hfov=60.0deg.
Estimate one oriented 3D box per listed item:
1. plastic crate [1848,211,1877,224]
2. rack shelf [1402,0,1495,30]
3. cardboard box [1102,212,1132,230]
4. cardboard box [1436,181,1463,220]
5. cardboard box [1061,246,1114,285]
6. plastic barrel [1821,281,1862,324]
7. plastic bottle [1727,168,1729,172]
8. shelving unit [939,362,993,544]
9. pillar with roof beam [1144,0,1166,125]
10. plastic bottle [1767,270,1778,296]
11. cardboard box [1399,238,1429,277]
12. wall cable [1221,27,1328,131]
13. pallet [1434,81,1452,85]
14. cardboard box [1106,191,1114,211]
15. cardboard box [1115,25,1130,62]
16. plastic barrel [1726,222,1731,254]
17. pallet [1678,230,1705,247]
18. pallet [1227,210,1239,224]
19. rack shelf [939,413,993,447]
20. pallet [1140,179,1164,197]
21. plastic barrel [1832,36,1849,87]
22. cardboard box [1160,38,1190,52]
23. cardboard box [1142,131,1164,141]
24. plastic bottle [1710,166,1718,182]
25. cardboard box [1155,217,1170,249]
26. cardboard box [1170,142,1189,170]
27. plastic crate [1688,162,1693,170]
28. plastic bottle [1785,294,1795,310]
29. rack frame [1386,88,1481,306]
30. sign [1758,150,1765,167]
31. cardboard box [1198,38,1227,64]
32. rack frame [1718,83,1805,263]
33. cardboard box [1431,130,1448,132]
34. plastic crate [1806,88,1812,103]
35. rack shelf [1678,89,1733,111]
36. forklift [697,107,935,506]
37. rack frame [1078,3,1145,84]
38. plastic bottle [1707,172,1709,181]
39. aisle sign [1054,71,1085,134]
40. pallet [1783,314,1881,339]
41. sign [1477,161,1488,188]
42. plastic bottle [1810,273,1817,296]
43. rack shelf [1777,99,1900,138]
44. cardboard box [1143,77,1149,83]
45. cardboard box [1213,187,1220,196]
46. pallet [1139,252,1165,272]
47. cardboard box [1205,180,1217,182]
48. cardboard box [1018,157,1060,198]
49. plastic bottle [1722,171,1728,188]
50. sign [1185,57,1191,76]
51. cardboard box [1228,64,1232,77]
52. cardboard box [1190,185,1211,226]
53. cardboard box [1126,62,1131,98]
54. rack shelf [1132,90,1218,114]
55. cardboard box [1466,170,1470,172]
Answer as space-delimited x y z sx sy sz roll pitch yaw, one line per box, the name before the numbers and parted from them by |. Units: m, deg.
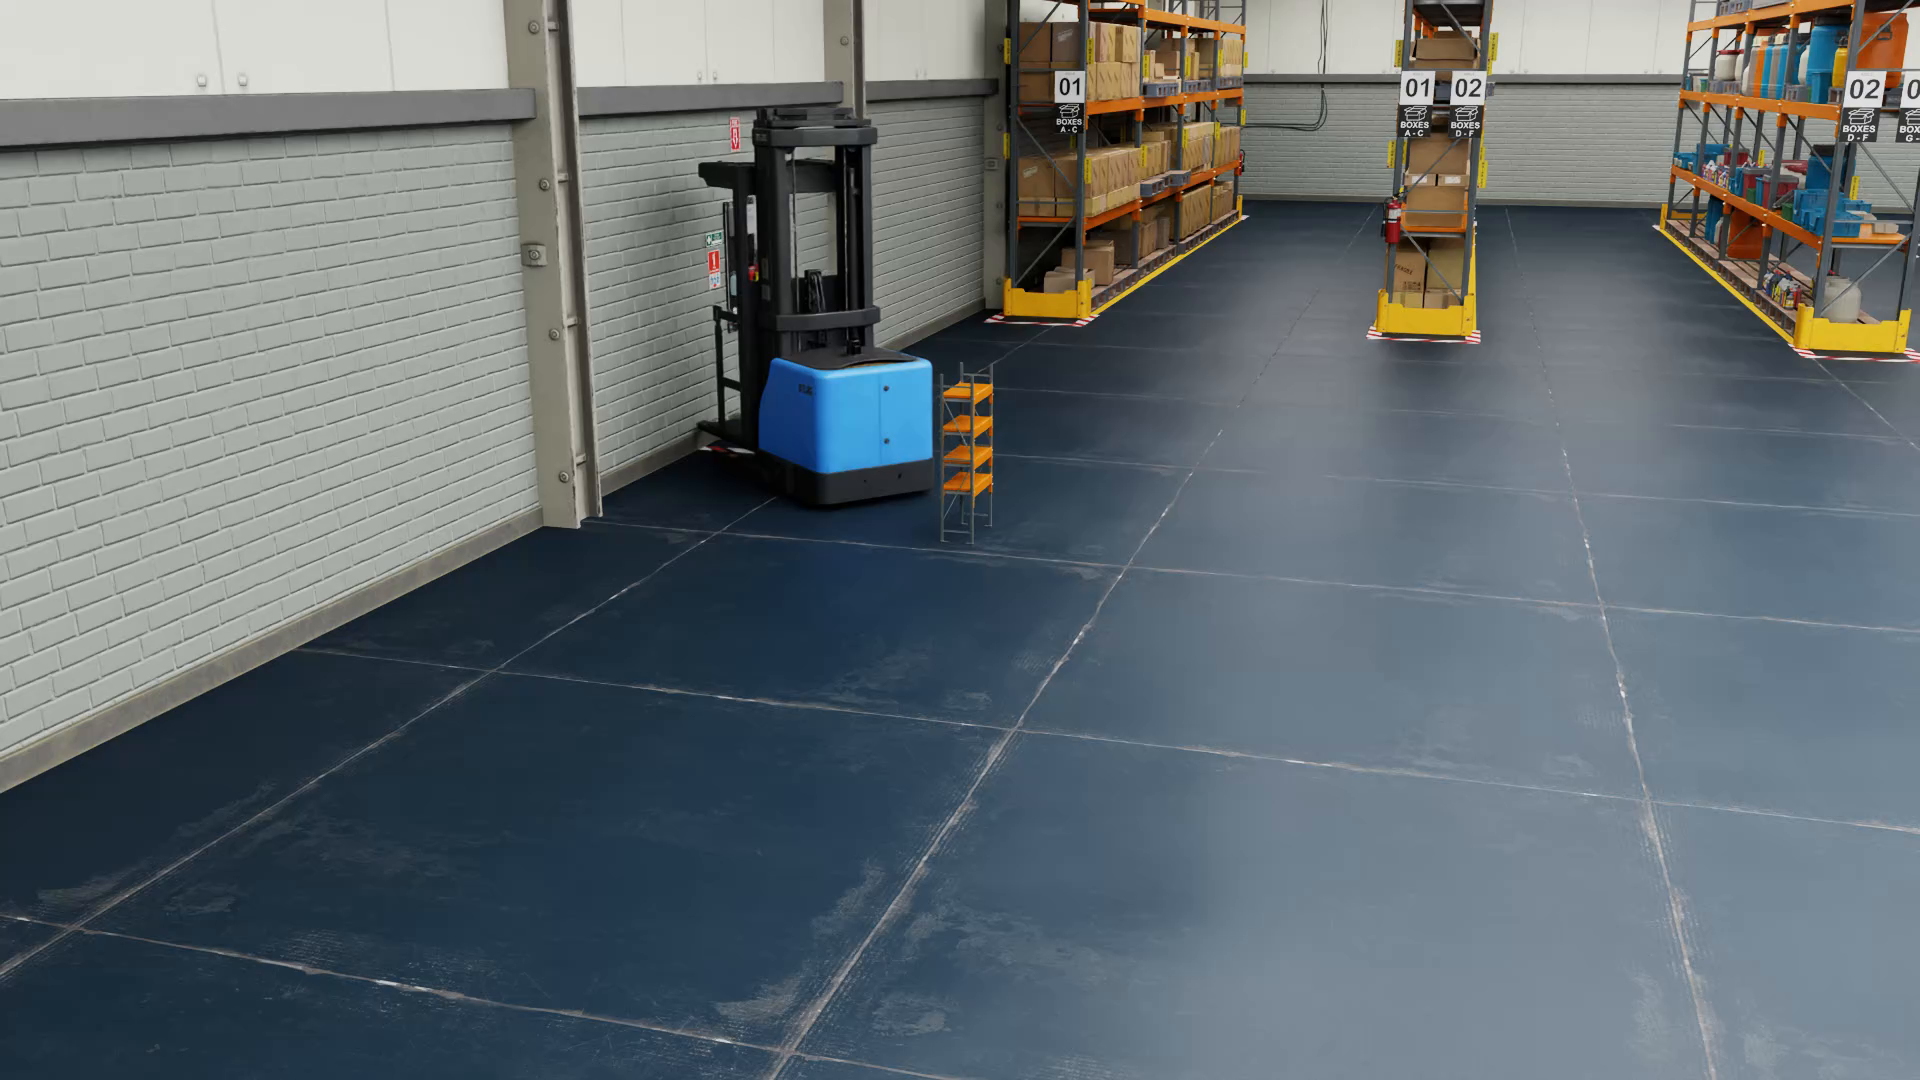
plastic crate | 11.573 -4.186 21.574 0.530 0.136 0.437 5 16 16
rack shelf | 6.475 -6.967 21.952 1.077 0.370 4.000 5 16 16
cardboard box | 2.608 -5.205 27.083 0.500 0.250 0.500 4 16 15
cardboard box | 6.197 -4.403 21.673 0.700 0.500 0.500 5 17 17
cardboard box | 1.858 -4.000 24.208 0.700 0.500 0.500 4 16 12
plastic barrel | 10.769 -2.894 20.326 0.421 0.512 0.421 0 16 0
plastic bottle | 13.150 -6.223 28.486 0.061 0.283 0.133 5 16 16
shelving unit | 0.047 -0.621 11.818 0.258 1.200 0.503 5 16 16
pillar with roof beam | 8.064 -10.421 32.079 9.100 9.000 0.400 5 16 16
plastic bottle | 11.165 -3.516 22.776 0.144 0.351 0.185 5 17 17
cardboard box | 6.188 -3.893 22.952 0.500 0.500 0.500 5 16 16
wall cable | 7.653 -11.510 41.607 3.097 2.526 0.112 5 16 16
pallet | 6.478 -6.000 22.150 1.003 0.211 1.213 5 16 16
cardboard box | 1.884 -4.789 23.456 0.500 0.250 0.500 4 16 15
cardboard box | 2.127 -7.074 23.722 0.500 0.500 0.500 4 16 14
plastic barrel | 13.126 -5.093 28.078 0.421 0.512 0.421 0 16 0
pallet | 14.237 -5.704 31.554 1.003 0.211 1.213 5 16 16
pallet | 5.551 -7.108 36.504 1.003 0.211 1.213 5 16 16
rack shelf | 0.047 -0.771 11.776 0.258 0.148 0.480 5 16 16
pallet | 2.650 -5.622 26.505 1.003 0.211 1.213 5 16 16
plastic barrel | 10.857 -5.755 20.010 0.600 0.588 0.600 0 16 0
cardboard box | 4.048 -9.317 31.319 0.500 0.250 0.500 4 16 14
cardboard box | 3.361 -7.051 29.015 0.380 0.149 0.250 2 16 9
plastic bottle | 13.239 -6.396 29.110 0.152 0.276 0.135 5 16 16
cardboard box | 3.275 -5.389 29.106 0.700 0.500 0.500 5 17 17
cardboard box | 3.813 -6.880 29.824 0.500 0.500 0.500 5 17 18
plastic crate | 14.272 -7.231 32.201 0.293 0.136 0.466 5 16 16
plastic bottle | 10.757 -3.091 21.551 0.097 0.201 0.097 0 16 0
rack frame | 5.907 -4.096 20.773 1.000 3.000 0.127 5 16 16
sign | 14.592 -6.940 30.294 0.100 0.325 0.005 5 16 16
cardboard box | 5.038 -9.765 33.212 0.500 0.500 0.500 4 16 15
rack frame | 12.928 -5.804 26.795 1.000 3.000 0.127 5 16 16
cardboard box | 6.211 -5.041 21.545 0.700 0.500 0.500 4 16 14
plastic crate | 11.082 -5.707 21.344 0.336 0.188 0.450 5 16 16
rack shelf | 14.634 -8.471 32.018 1.077 0.370 4.000 5 16 16
forklift | -1.419 -2.020 13.580 1.130 2.935 3.031 -10 19 -31
rack frame | 2.293 -8.412 24.995 1.000 3.000 0.127 5 16 16
plastic bottle | 13.350 -6.488 29.572 0.097 0.201 0.097 0 16 0
aisle sign | 1.424 -5.688 21.621 0.394 0.787 0.004 5 16 16
pallet | 10.868 -2.605 20.627 1.003 0.211 1.213 5 16 16
sign | 6.437 -4.506 20.487 0.100 0.325 0.005 5 16 16
plastic bottle | 11.747 -3.515 22.773 0.144 0.351 0.185 5 16 16
rack shelf | 11.223 -5.331 20.949 1.077 0.370 4.000 5 16 16
cardboard box | 2.700 -7.426 26.410 0.500 0.311 0.500 5 17 18
cardboard box | 5.150 -7.193 34.316 0.380 0.149 0.250 5 17 18
pallet | 2.858 -4.708 28.042 1.003 0.211 1.213 5 16 16
cardboard box | 5.444 -7.834 36.575 0.380 0.149 0.250 5 17 16
cardboard box | 1.087 -4.917 22.533 0.500 0.500 0.500 4 16 15
plastic bottle | 12.806 -6.021 27.796 0.097 0.271 0.097 0 16 0
sign | 3.950 -8.221 28.873 0.100 0.325 0.005 5 16 16
cardboard box | 5.313 -9.667 34.240 0.500 0.250 0.500 4 16 14
cardboard box | 4.507 -6.606 32.794 0.750 0.750 0.750 5 17 17
cardboard box | 2.231 -6.744 24.392 0.500 0.500 0.500 3 16 11
rack shelf | 3.998 -8.192 31.037 1.077 0.370 4.000 5 16 16
cardboard box | 6.443 -4.742 21.680 0.380 0.149 0.250 4 16 15
